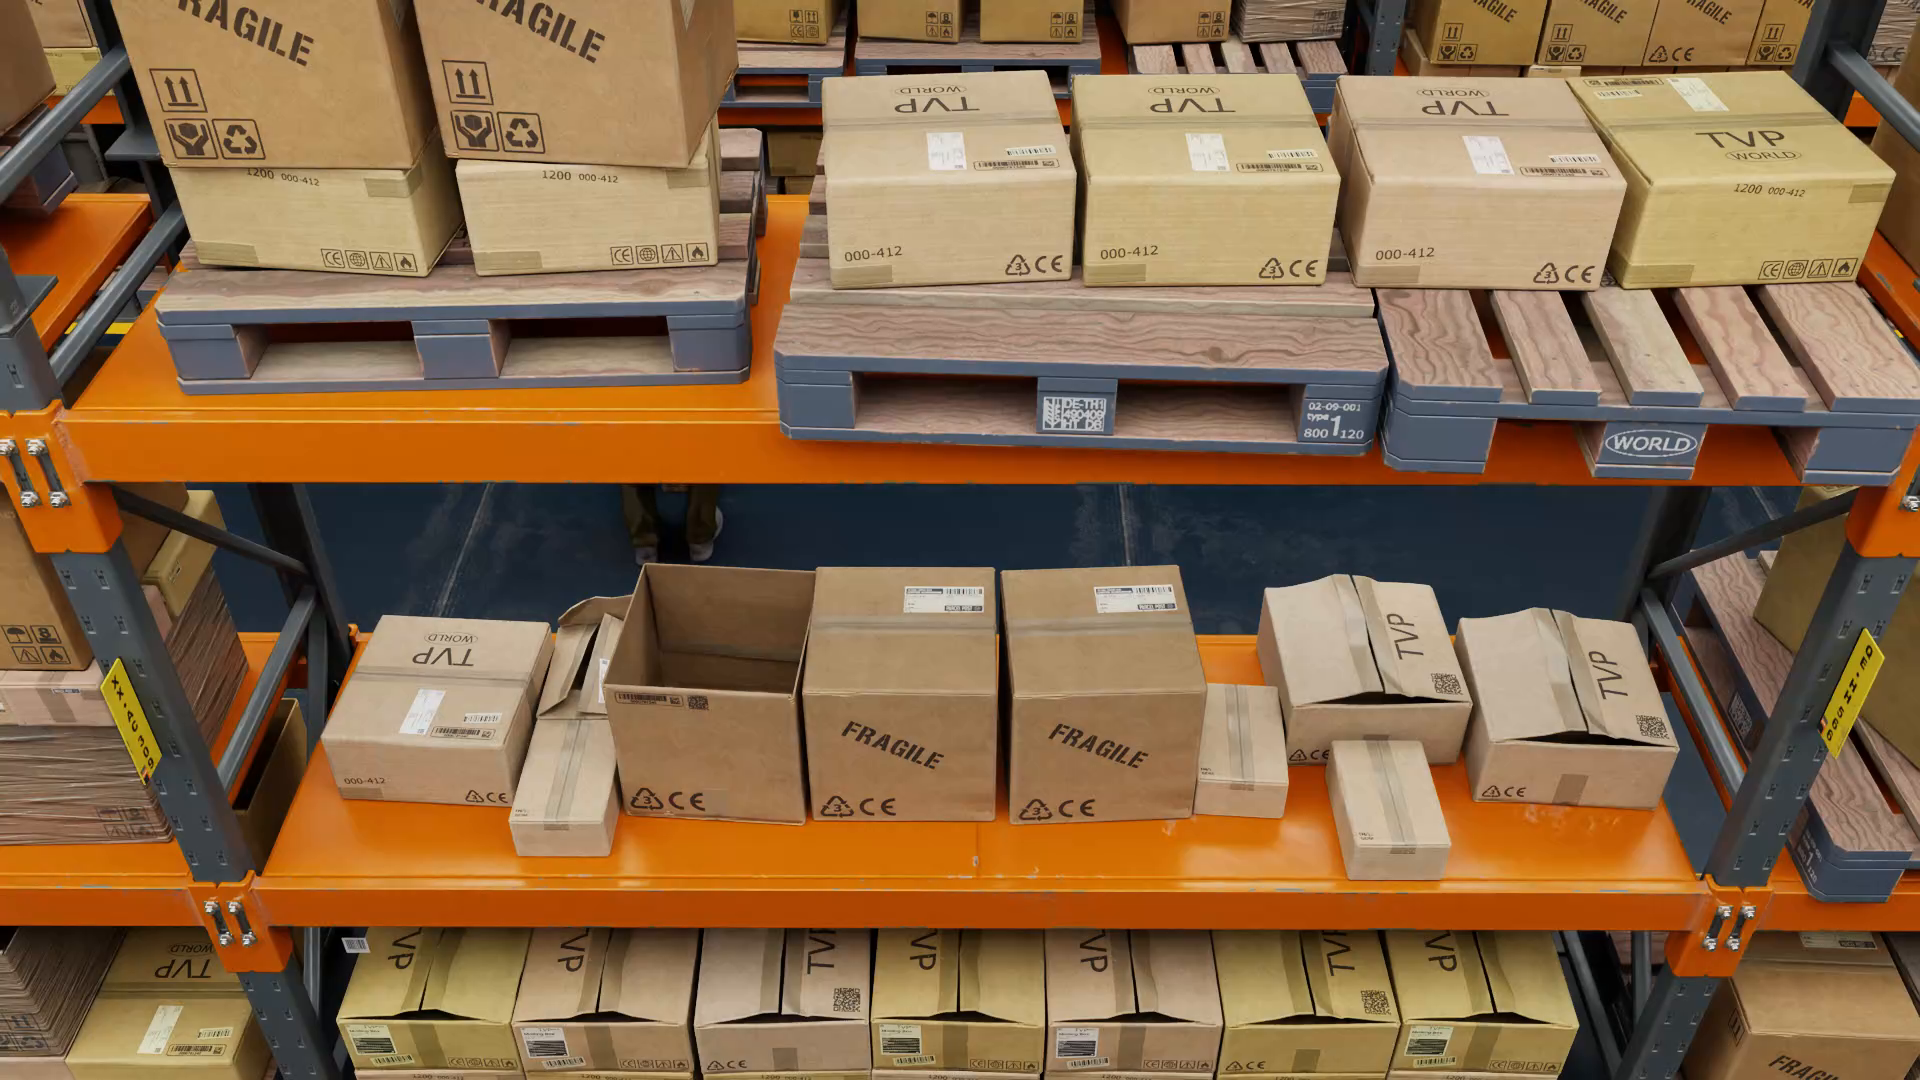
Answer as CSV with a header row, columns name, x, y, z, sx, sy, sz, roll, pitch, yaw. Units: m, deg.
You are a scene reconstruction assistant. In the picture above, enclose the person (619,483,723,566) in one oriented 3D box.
name,x,y,z,sx,sy,sz,roll,pitch,yaw
person,-1.315,-0.484,7.250,0.622,1.165,0.830,0,39,0
